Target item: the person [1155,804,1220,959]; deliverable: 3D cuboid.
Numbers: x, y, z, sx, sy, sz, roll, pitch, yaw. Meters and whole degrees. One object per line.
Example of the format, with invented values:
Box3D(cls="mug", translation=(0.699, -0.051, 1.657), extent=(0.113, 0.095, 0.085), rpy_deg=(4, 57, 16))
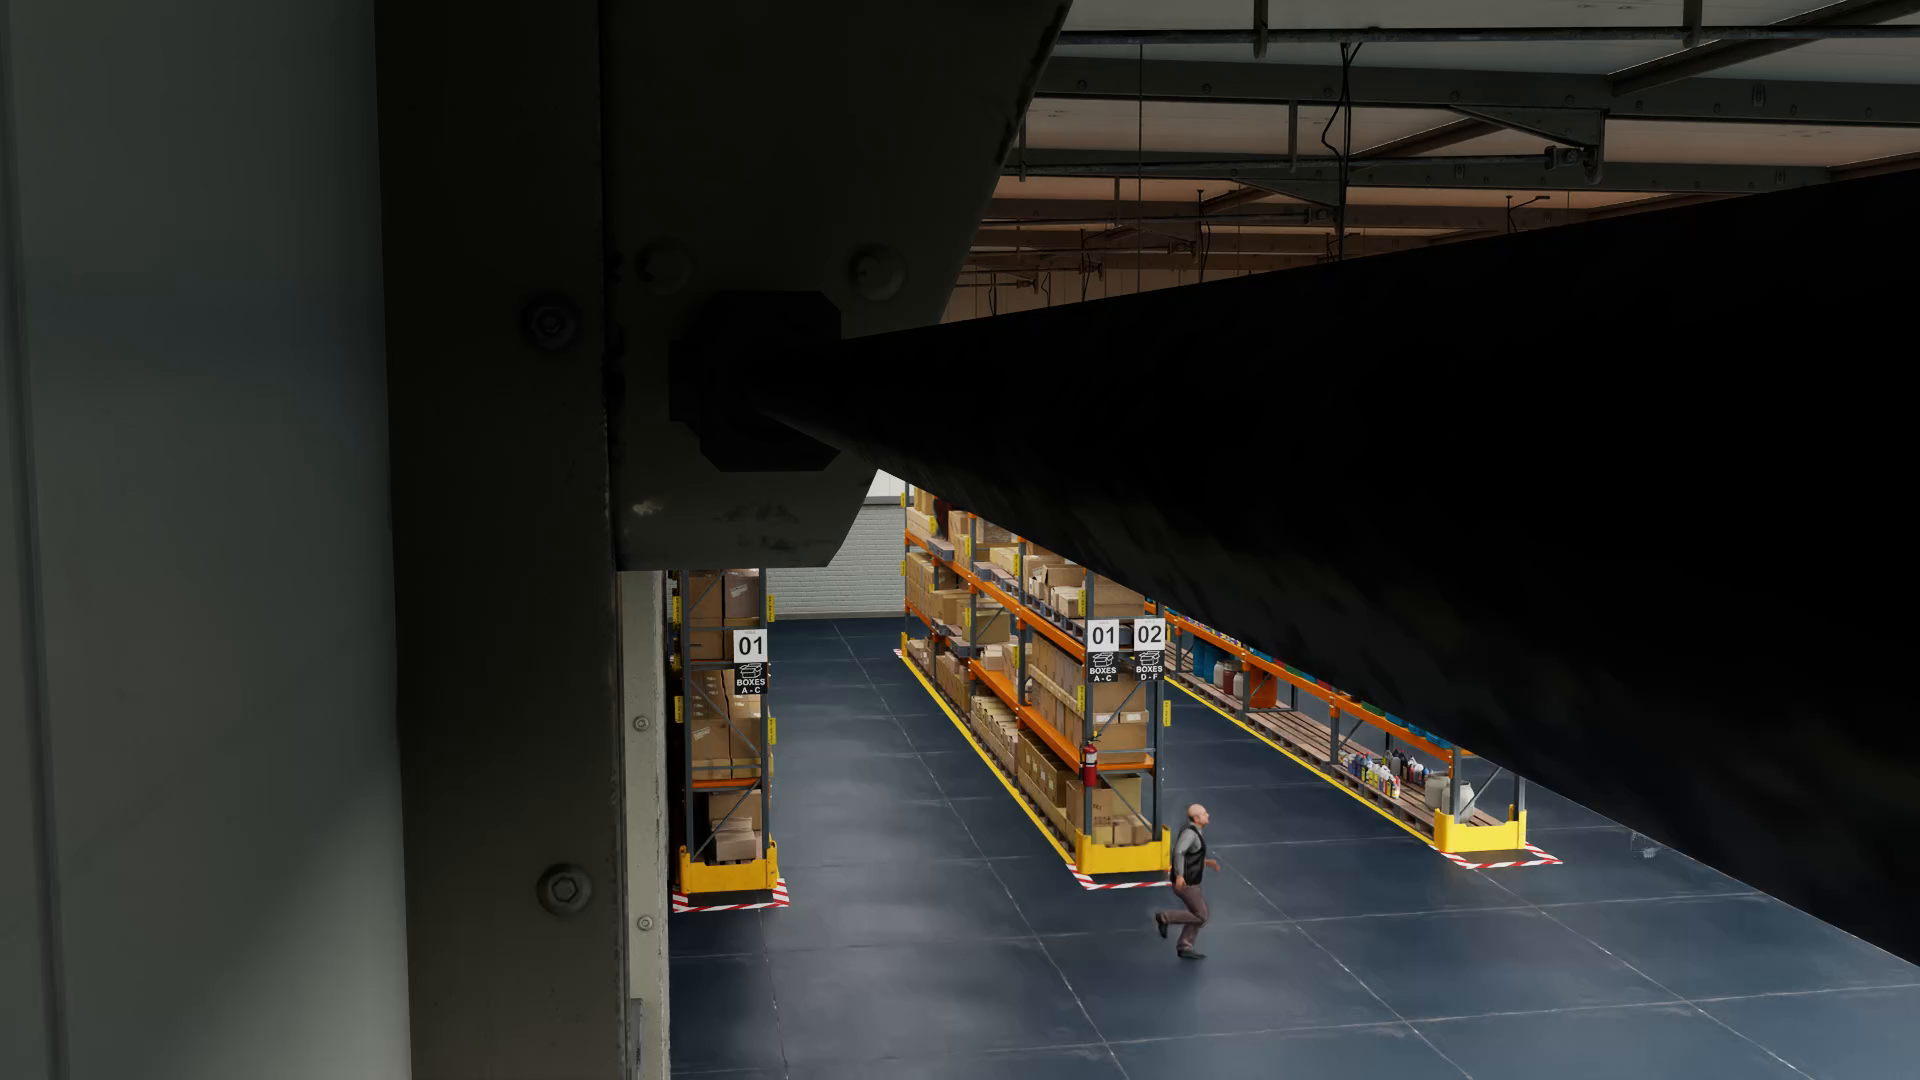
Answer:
Box3D(cls="person", translation=(2.448, 3.669, 17.853), extent=(0.683, 1.678, 0.689), rpy_deg=(1, 6, 10))
